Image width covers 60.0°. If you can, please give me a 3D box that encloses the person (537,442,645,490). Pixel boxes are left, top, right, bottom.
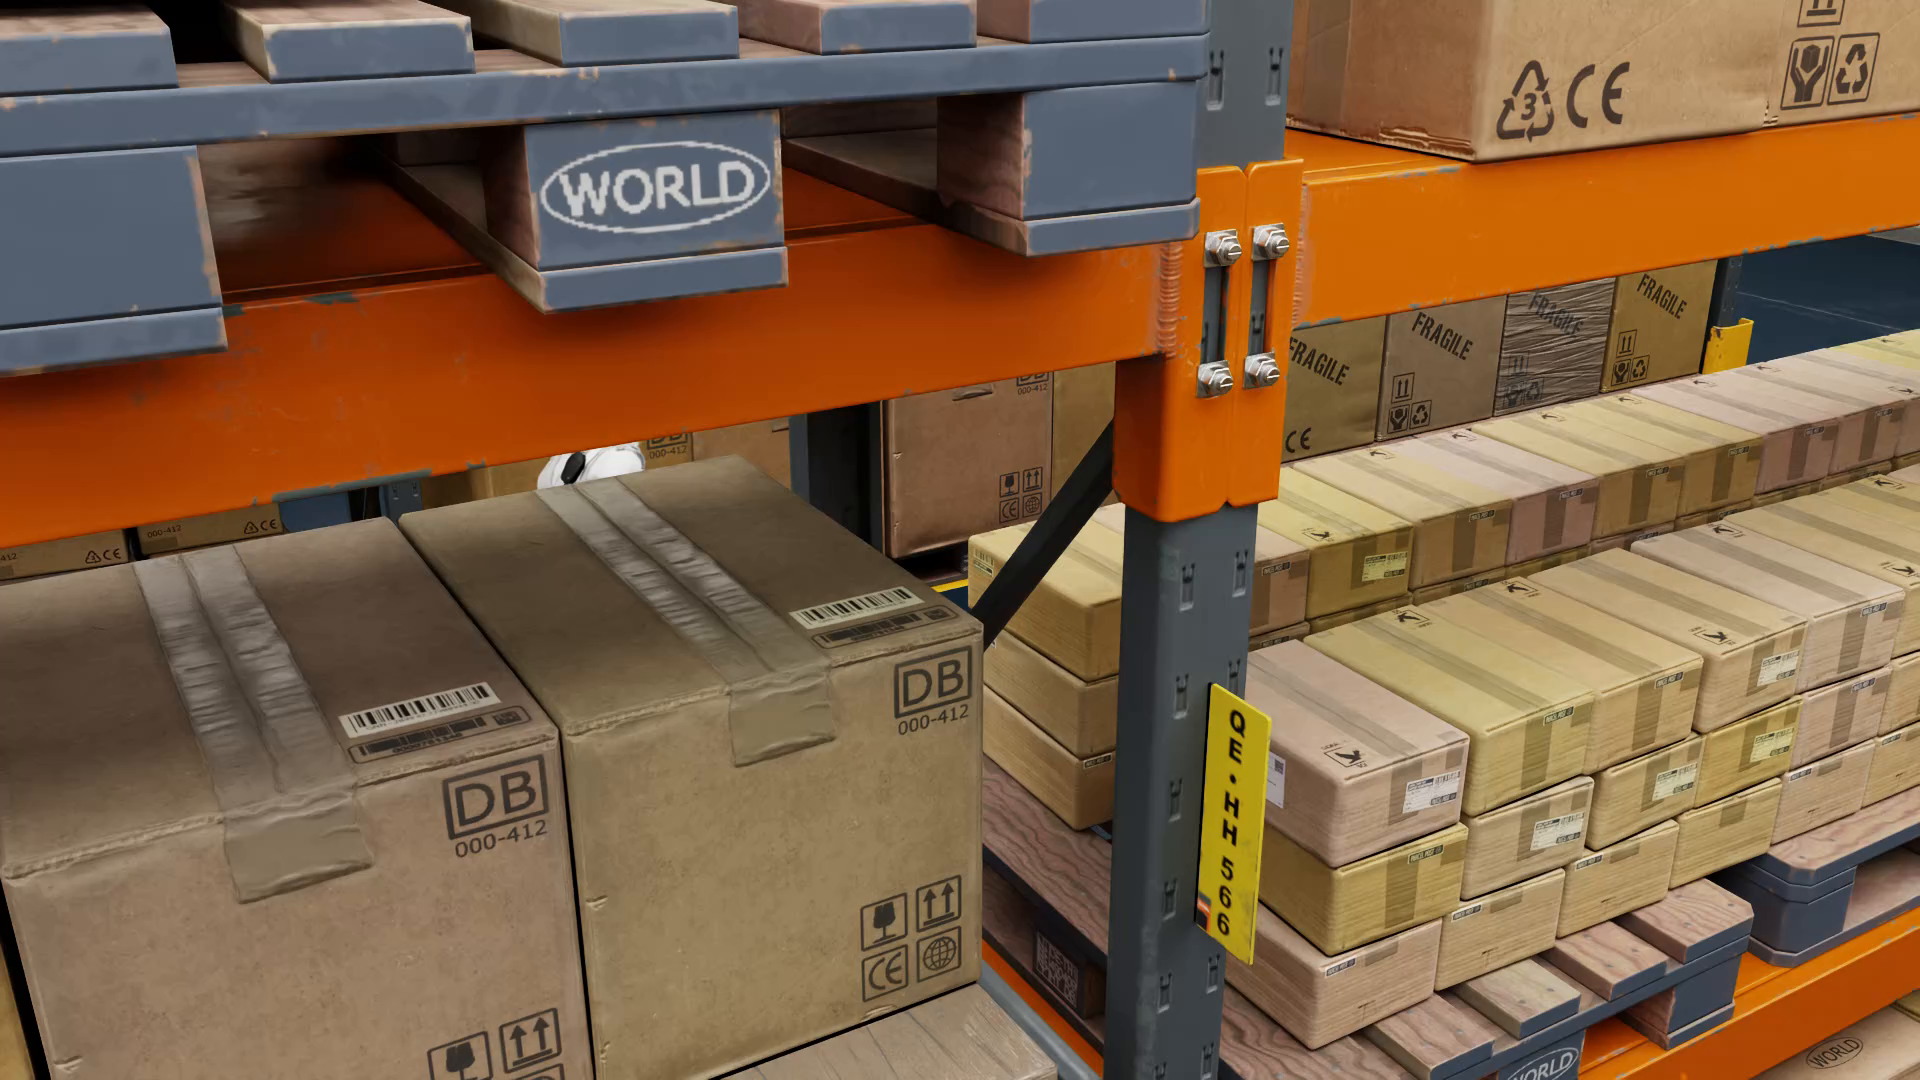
[{"bbox_3d":[-1.205,0.184,5.577,0.338,1.690,0.437,-12,25,-27],"label":"person"}]
